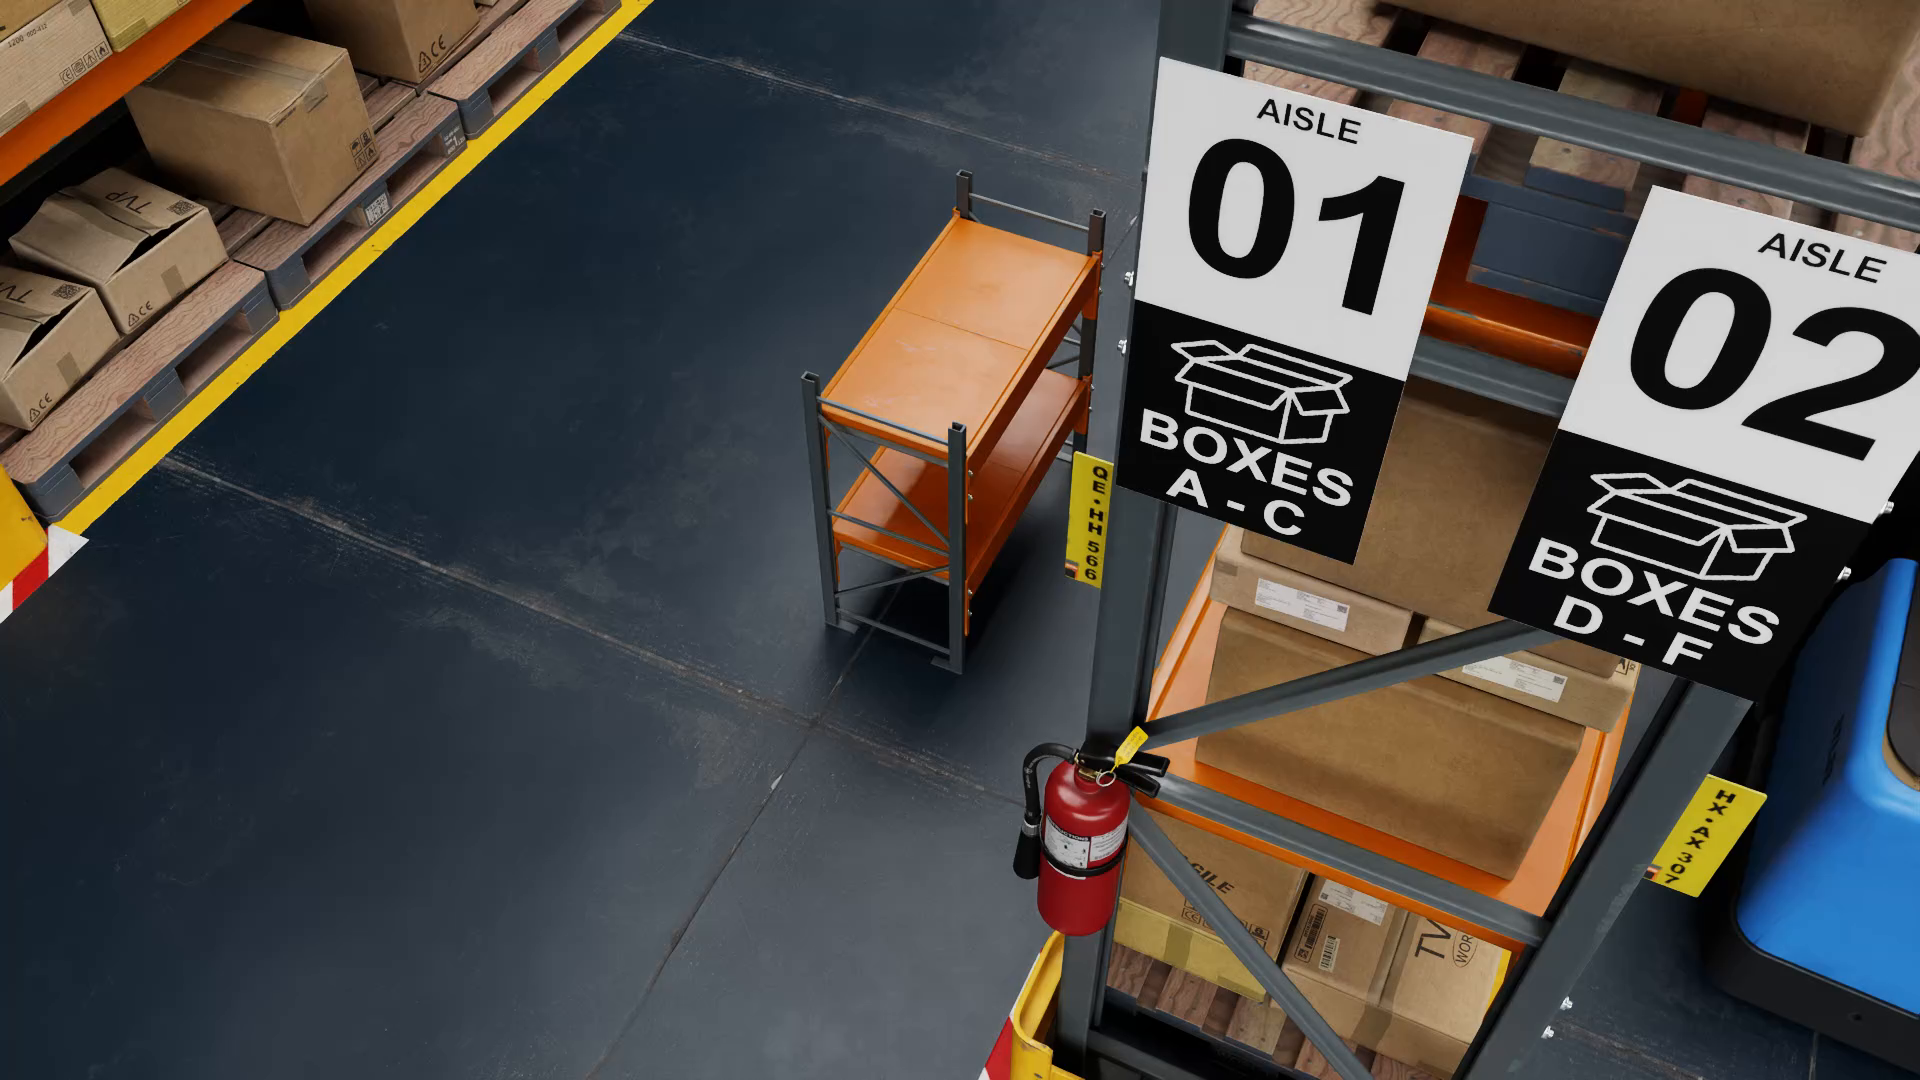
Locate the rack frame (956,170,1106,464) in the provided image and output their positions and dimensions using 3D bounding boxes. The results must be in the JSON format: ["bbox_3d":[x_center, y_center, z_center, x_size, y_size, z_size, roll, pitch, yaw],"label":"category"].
[{"bbox_3d":[0.220,-0.719,5.623,0.500,1.125,0.032,20,52,16],"label":"rack frame"}]

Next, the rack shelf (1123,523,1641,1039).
[{"bbox_3d":[1.575,-0.532,4.706,1.077,0.370,4.000,20,52,16],"label":"rack shelf"}]

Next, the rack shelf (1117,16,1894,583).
[{"bbox_3d":[1.575,-1.504,3.563,1.077,0.370,4.000,20,52,16],"label":"rack shelf"}]

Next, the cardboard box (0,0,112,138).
[{"bbox_3d":[-3.055,-1.550,5.185,0.500,0.250,0.500,18,52,15],"label":"cardboard box"}]

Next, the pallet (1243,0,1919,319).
[{"bbox_3d":[1.046,-0.810,2.558,1.003,0.211,1.213,20,52,16],"label":"pallet"}]

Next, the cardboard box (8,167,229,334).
[{"bbox_3d":[-3.139,-1.108,6.200,0.500,0.311,0.500,24,54,19],"label":"cardboard box"}]

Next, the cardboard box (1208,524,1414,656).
[{"bbox_3d":[0.712,0.044,3.251,0.380,0.149,0.250,19,52,15],"label":"cardboard box"}]

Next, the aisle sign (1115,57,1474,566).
[{"bbox_3d":[0.427,-0.281,2.312,0.394,0.787,0.004,20,52,16],"label":"aisle sign"}]

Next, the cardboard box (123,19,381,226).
[{"bbox_3d":[-2.780,-1.658,6.544,0.700,0.500,0.500,17,52,14],"label":"cardboard box"}]

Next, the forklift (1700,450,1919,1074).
[{"bbox_3d":[3.203,-0.522,4.270,1.130,2.935,3.031,22,53,17],"label":"forklift"}]

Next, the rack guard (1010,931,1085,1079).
[{"bbox_3d":[0.711,1.439,4.198,1.175,0.500,0.348,20,52,16],"label":"rack guard"}]

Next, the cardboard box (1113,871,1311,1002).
[{"bbox_3d":[0.683,0.902,4.543,0.500,0.250,0.500,20,52,16],"label":"cardboard box"}]

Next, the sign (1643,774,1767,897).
[{"bbox_3d":[1.220,0.490,2.743,0.100,0.325,0.005,20,52,16],"label":"sign"}]

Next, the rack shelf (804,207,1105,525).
[{"bbox_3d":[0.003,-0.559,5.103,0.538,0.278,1.000,20,52,16],"label":"rack shelf"}]

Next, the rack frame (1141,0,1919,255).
[{"bbox_3d":[0.721,-1.332,0.975,1.000,3.000,0.127,20,52,16],"label":"rack frame"}]

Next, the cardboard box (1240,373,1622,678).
[{"bbox_3d":[0.955,-0.195,3.029,0.700,0.500,0.500,20,52,16],"label":"cardboard box"}]

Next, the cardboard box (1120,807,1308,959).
[{"bbox_3d":[0.681,0.658,4.258,0.500,0.500,0.500,20,52,16],"label":"cardboard box"}]

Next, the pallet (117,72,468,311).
[{"bbox_3d":[-2.826,-1.531,6.914,1.003,0.211,1.213,20,52,16],"label":"pallet"}]

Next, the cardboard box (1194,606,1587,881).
[{"bbox_3d":[0.932,0.262,3.492,0.700,0.500,0.500,20,52,16],"label":"cardboard box"}]

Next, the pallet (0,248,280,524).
[{"bbox_3d":[-3.348,-0.694,6.202,1.003,0.211,1.213,20,52,16],"label":"pallet"}]

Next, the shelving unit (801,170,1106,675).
[{"bbox_3d":[0.003,-0.369,5.326,0.538,1.125,1.048,20,52,16],"label":"shelving unit"}]

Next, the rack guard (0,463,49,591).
[{"bbox_3d":[-3.727,-0.239,5.626,1.175,0.500,0.348,20,52,16],"label":"rack guard"}]

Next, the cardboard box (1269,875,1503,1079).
[{"bbox_3d":[1.151,1.070,4.400,0.500,0.250,0.500,20,52,16],"label":"cardboard box"}]

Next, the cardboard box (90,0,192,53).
[{"bbox_3d":[-2.832,-1.899,5.482,0.500,0.250,0.500,19,52,16],"label":"cardboard box"}]

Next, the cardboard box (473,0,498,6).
[{"bbox_3d":[-2.252,-2.598,7.562,0.380,0.166,0.250,14,51,11],"label":"cardboard box"}]

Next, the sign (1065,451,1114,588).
[{"bbox_3d":[0.236,-0.026,2.887,0.100,0.325,0.005,20,52,16],"label":"sign"}]

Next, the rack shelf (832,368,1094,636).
[{"bbox_3d":[0.003,-0.211,5.512,0.538,0.278,1.000,20,52,16],"label":"rack shelf"}]

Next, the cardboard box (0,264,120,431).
[{"bbox_3d":[-3.383,-0.716,5.866,0.500,0.311,0.500,14,51,12],"label":"cardboard box"}]

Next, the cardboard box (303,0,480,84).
[{"bbox_3d":[-2.458,-2.356,7.138,0.500,0.500,0.500,16,52,13],"label":"cardboard box"}]

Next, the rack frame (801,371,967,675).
[{"bbox_3d":[-0.214,-0.019,5.028,0.500,1.125,0.032,20,52,16],"label":"rack frame"}]

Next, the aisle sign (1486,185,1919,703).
[{"bbox_3d":[0.970,-0.086,2.146,0.394,0.787,0.004,20,52,16],"label":"aisle sign"}]

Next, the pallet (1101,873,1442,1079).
[{"bbox_3d":[1.010,0.975,4.781,1.003,0.211,1.213,20,52,16],"label":"pallet"}]

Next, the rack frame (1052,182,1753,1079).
[{"bbox_3d":[0.721,0.612,3.260,1.000,3.000,0.127,20,52,16],"label":"rack frame"}]

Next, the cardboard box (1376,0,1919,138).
[{"bbox_3d":[0.970,-0.969,2.200,0.797,0.503,0.637,23,53,18],"label":"cardboard box"}]

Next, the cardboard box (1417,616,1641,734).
[{"bbox_3d":[1.083,0.169,3.145,0.380,0.149,0.250,19,52,16],"label":"cardboard box"}]

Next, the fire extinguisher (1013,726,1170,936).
[{"bbox_3d":[0.250,0.567,3.349,0.296,0.674,0.183,20,52,16],"label":"fire extinguisher"}]

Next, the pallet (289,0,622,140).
[{"bbox_3d":[-2.306,-2.374,7.631,1.003,0.211,1.213,20,52,16],"label":"pallet"}]
